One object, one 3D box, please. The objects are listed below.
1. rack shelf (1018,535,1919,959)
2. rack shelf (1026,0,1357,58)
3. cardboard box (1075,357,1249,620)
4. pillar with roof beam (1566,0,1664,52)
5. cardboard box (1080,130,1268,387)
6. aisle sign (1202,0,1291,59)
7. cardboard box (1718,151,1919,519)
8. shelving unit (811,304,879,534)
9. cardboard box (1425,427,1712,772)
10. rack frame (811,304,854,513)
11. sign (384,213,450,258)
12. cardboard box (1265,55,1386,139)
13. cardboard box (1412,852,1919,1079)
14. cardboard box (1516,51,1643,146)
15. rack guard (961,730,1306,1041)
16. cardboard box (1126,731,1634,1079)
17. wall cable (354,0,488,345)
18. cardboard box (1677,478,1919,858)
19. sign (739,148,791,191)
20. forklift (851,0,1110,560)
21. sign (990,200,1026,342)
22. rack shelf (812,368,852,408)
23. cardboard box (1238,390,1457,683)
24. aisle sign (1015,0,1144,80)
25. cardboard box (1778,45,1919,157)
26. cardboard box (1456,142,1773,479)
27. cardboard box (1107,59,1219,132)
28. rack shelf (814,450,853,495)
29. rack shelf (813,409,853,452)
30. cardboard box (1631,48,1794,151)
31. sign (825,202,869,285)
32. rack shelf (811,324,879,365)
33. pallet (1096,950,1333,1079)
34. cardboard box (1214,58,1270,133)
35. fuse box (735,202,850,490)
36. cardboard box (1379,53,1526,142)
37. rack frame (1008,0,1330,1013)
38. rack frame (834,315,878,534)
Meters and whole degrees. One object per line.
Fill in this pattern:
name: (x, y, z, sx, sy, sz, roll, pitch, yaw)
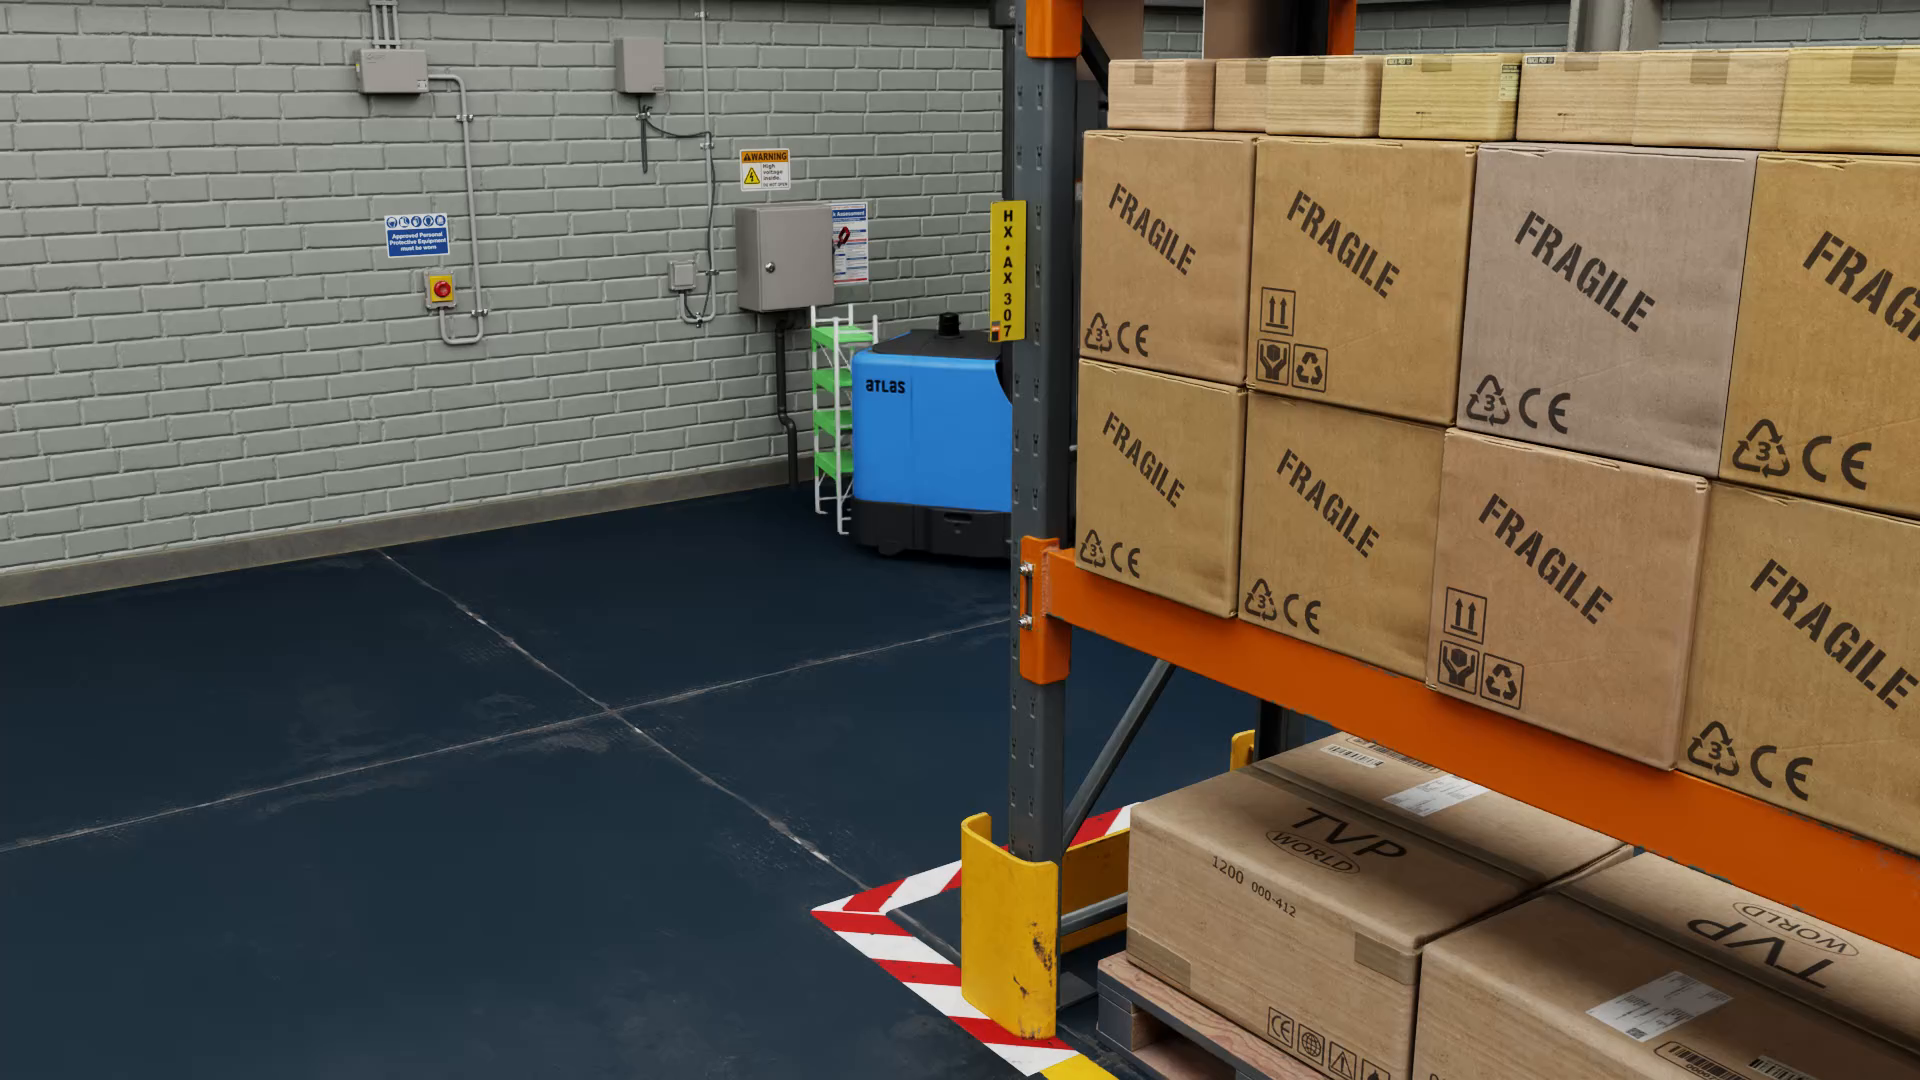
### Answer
rack shelf: (1.741, 0.513, 2.881, 1.077, 0.370, 4.000, -11, 19, -35)
rack shelf: (1.741, -0.933, 2.485, 1.077, 0.370, 4.000, -11, 19, -35)
cardboard box: (0.615, -0.162, 3.796, 0.500, 0.500, 0.500, -11, 19, -35)
pillar with roof beam: (0.240, -3.973, 6.546, 9.100, 9.000, 0.400, -11, 19, -35)
cardboard box: (0.617, -0.644, 3.665, 0.500, 0.500, 0.500, -11, 19, -36)
aisle sign: (0.774, -1.578, 4.235, 0.394, 0.787, 0.004, -11, 19, -35)
cardboard box: (1.530, -0.320, 2.480, 0.500, 0.500, 0.500, -11, 19, -34)
shelving unit: (-0.641, -0.684, 9.302, 0.258, 1.200, 0.503, -5, 16, -18)
cardboard box: (1.220, 0.053, 3.010, 0.500, 0.500, 0.500, -11, 19, -35)
rack frame: (-0.721, -0.745, 9.524, 0.240, 1.200, 0.015, -5, 16, -18)
sign: (-2.844, -1.597, 8.717, 0.327, 0.218, 0.001, -11, 19, -35)
cardboard box: (0.822, -0.867, 3.250, 0.380, 0.149, 0.250, -10, 18, -33)
cardboard box: (1.579, 1.092, 3.462, 0.875, 0.438, 0.875, -10, 18, -33)
cardboard box: (1.188, -0.766, 2.880, 0.380, 0.149, 0.250, -11, 19, -34)
rack guard: (0.551, 0.940, 4.695, 1.175, 0.500, 0.348, -11, 19, -35)
cardboard box: (1.034, 0.898, 4.171, 0.875, 0.438, 0.875, -12, 19, -36)
wall cable: (-2.769, -1.966, 8.594, 0.585, 1.953, 0.123, -11, 19, -35)
cardboard box: (1.528, 0.158, 2.629, 0.500, 0.500, 0.500, -10, 18, -33)
sign: (-1.150, -2.190, 9.831, 0.339, 0.242, 0.001, -11, 19, -35)
forklift: (1.002, -1.331, 8.387, 3.031, 2.935, 1.130, 5, 16, 18)
sign: (0.113, -0.632, 3.912, 0.100, 0.325, 0.005, -11, 19, -35)
rack shelf: (-0.641, -0.854, 9.255, 0.258, 0.148, 0.480, -5, 16, -18)
cardboard box: (0.935, -0.058, 3.417, 0.500, 0.500, 0.500, -11, 19, -35)
aisle sign: (0.288, -1.485, 3.895, 0.394, 0.787, 0.004, -11, 19, -35)
cardboard box: (1.428, -0.648, 2.448, 0.380, 0.149, 0.250, -11, 19, -36)
cardboard box: (1.236, -0.427, 2.869, 0.500, 0.500, 0.500, -11, 19, -35)
cardboard box: (0.550, -0.985, 3.682, 0.380, 0.149, 0.250, -10, 18, -33)
rack shelf: (-0.641, -0.391, 9.382, 0.258, 0.148, 0.480, -5, 16, -18)
rack shelf: (-0.641, -0.622, 9.318, 0.258, 0.148, 0.480, -5, 16, -18)
cardboard box: (1.301, -0.706, 2.661, 0.380, 0.149, 0.250, -11, 19, -34)
sign: (-0.706, -1.831, 10.264, 0.329, 0.494, 0.001, -11, 19, -35)
rack shelf: (-0.641, -1.085, 9.192, 0.258, 0.148, 0.480, -5, 16, -18)
pallet: (1.099, 1.243, 4.135, 1.003, 0.211, 1.213, -11, 19, -35)
cardboard box: (0.762, -0.940, 3.518, 0.380, 0.149, 0.250, -10, 18, -33)
fuse box: (-0.984, -1.135, 9.980, 0.539, 1.711, 0.414, -11, 19, -35)
cardboard box: (0.991, -0.814, 3.055, 0.380, 0.149, 0.250, -12, 19, -36)
rack frame: (0.565, -0.261, 4.346, 1.000, 3.000, 0.127, -11, 19, -35)
rack frame: (-0.561, -0.623, 9.079, 0.240, 1.200, 0.015, -5, 16, -18)
